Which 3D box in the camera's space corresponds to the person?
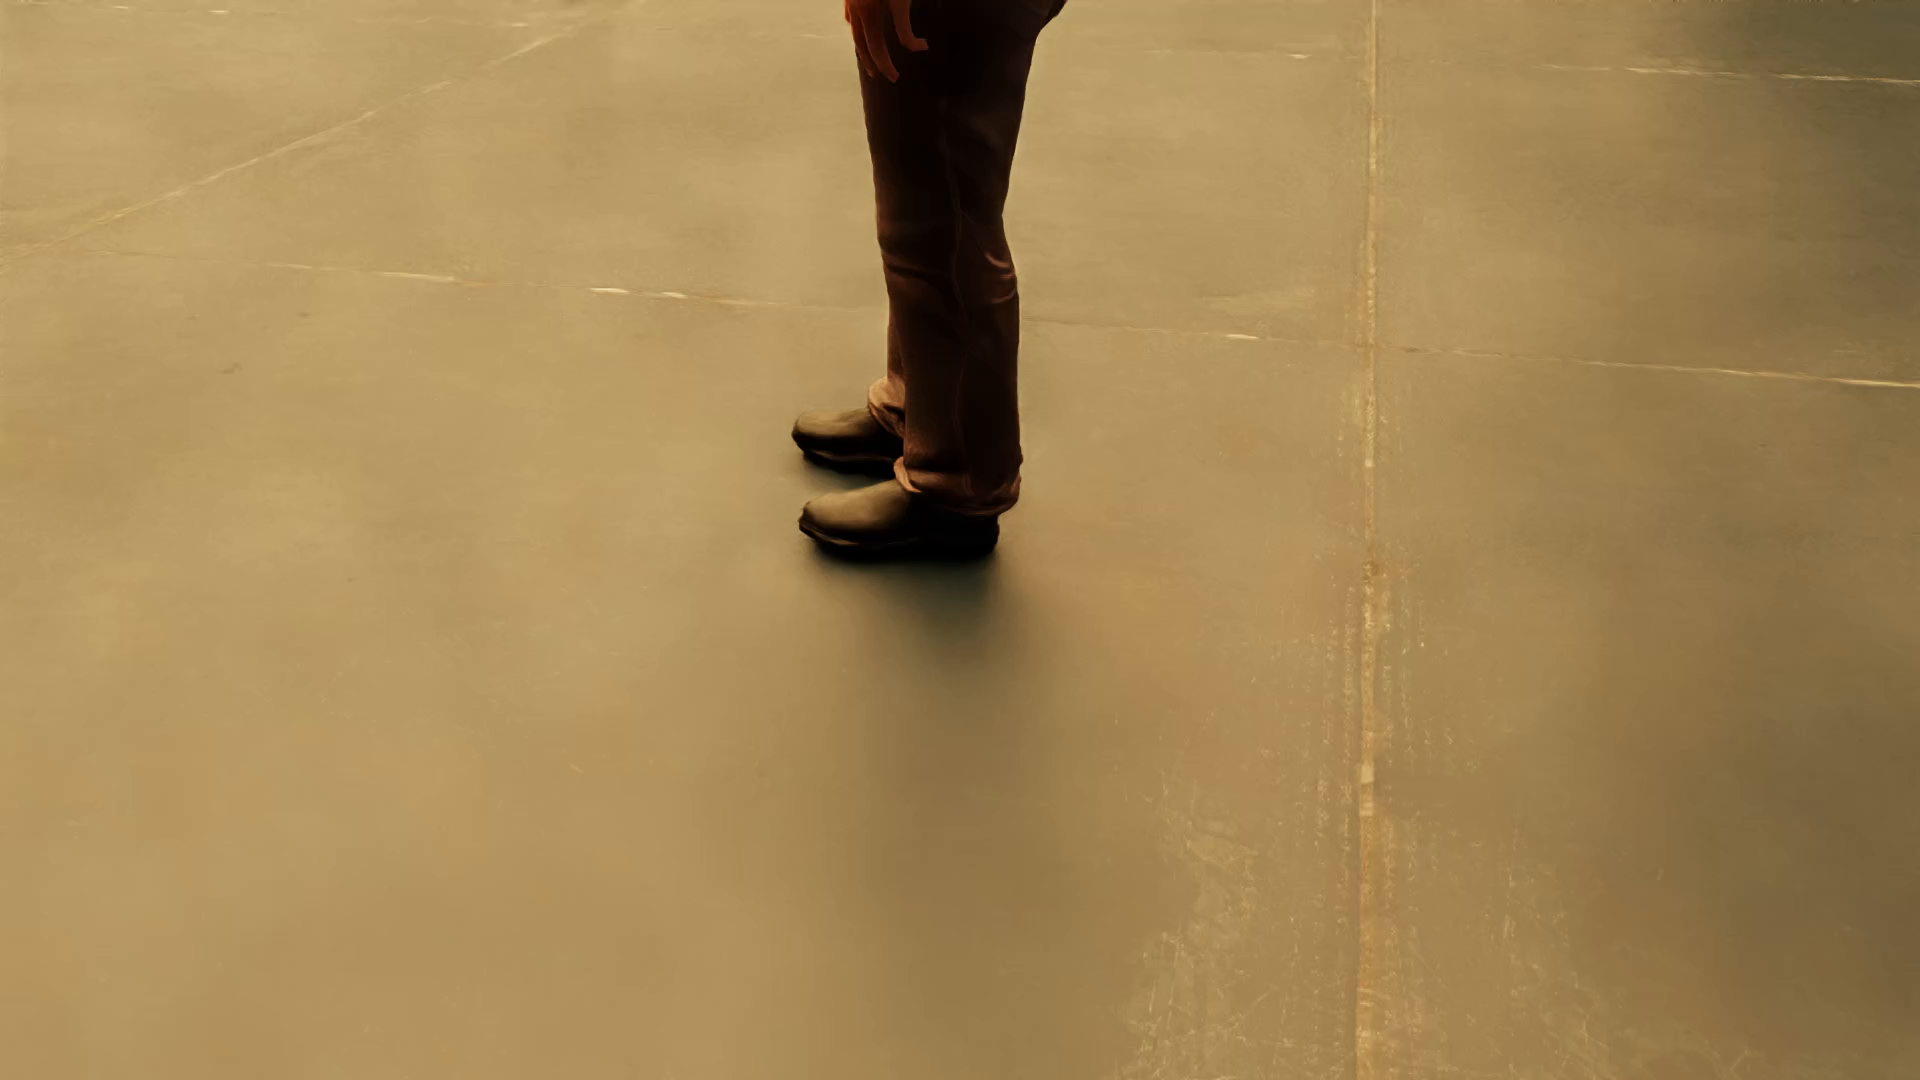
[{"bbox_3d":[-0.059,-0.785,2.128,0.567,1.720,0.632,6,27,11],"label":"person"}]
